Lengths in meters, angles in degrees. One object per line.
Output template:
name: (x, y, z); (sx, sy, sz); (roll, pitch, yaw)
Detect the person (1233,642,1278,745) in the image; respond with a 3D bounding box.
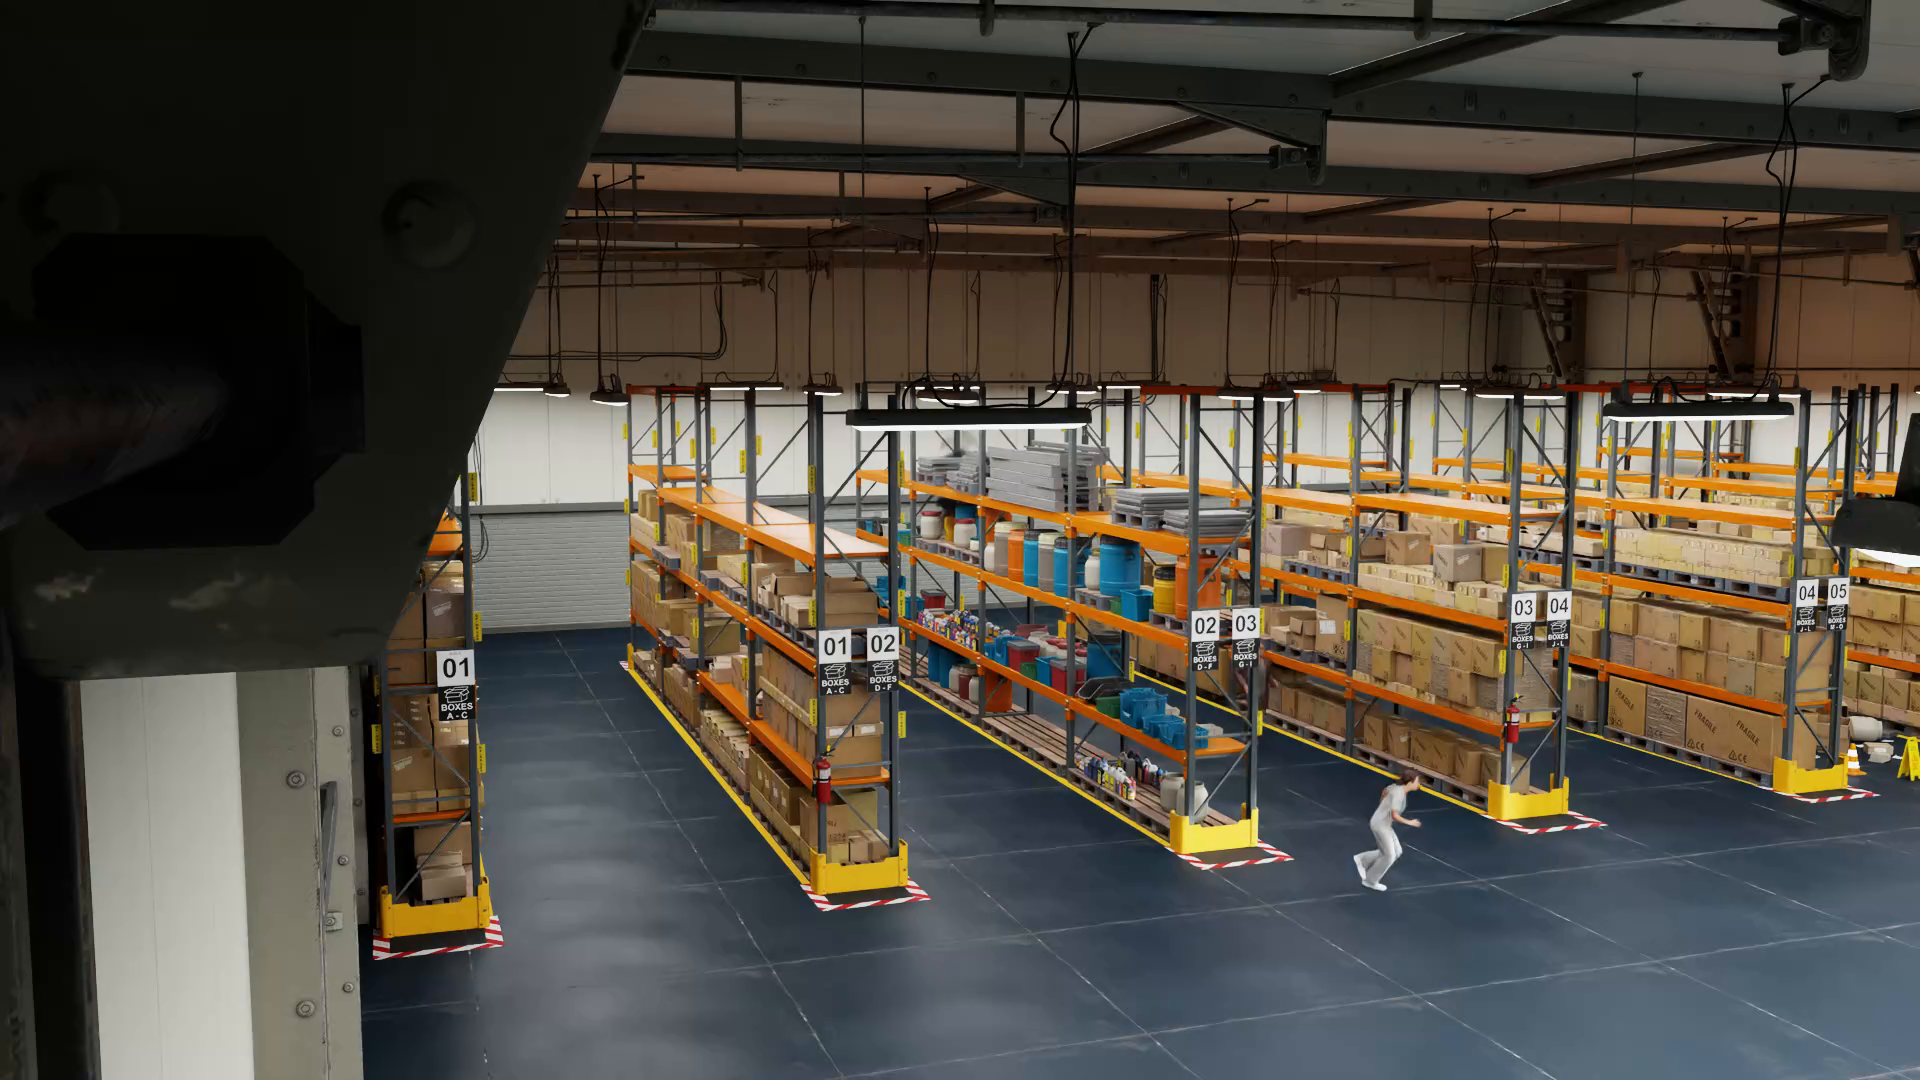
person: (4.987, 2.585, 27.816); (0.680, 1.746, 0.691); (-3, 7, -26)

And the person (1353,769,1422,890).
person: (5.205, 3.511, 20.229); (0.796, 1.518, 0.574); (2, 6, 16)

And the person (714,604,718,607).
person: (-5.238, 1.732, 36.009); (0.908, 1.780, 0.673); (3, 7, 27)
